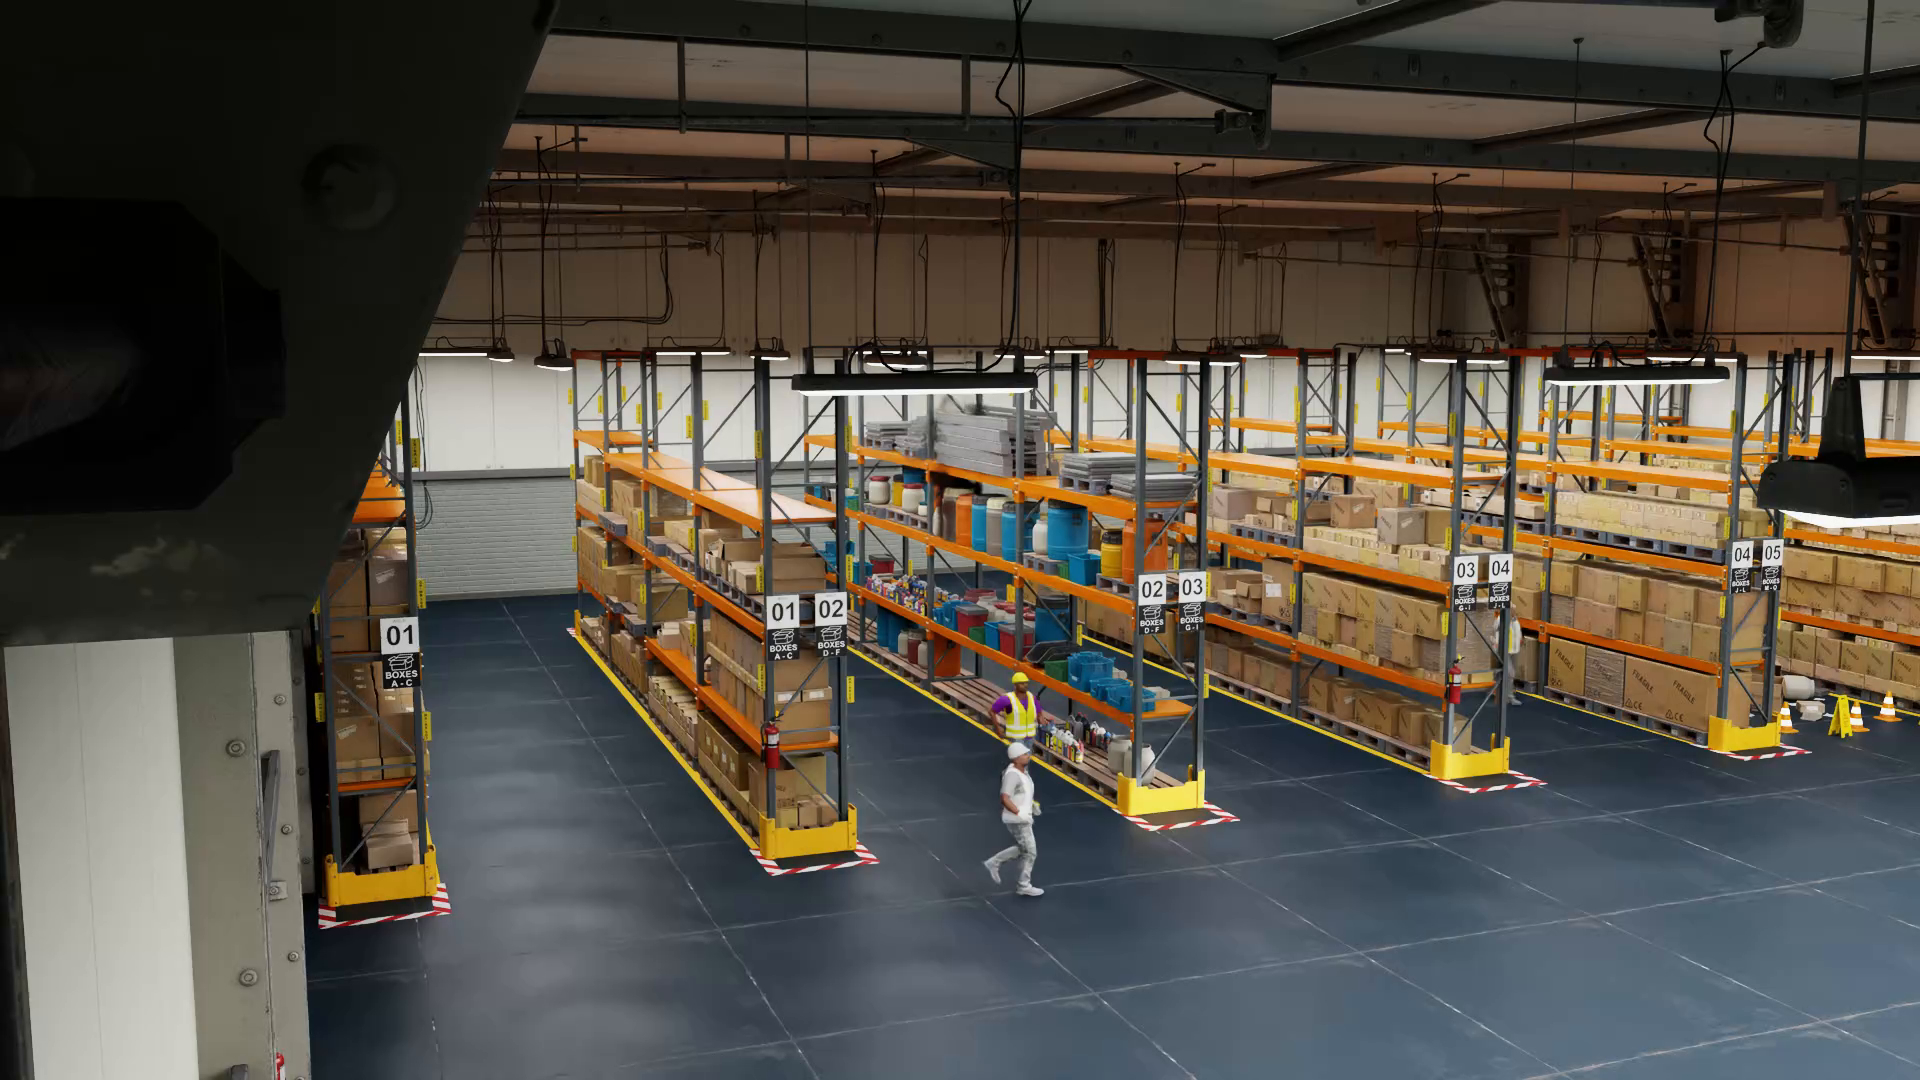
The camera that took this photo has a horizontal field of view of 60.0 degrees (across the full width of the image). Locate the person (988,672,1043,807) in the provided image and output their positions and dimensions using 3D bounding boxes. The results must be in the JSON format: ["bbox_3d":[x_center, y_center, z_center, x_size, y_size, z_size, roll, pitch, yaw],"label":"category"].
[{"bbox_3d":[0.812,2.646,22.414,0.715,1.749,0.988,-5,9,-34],"label":"person"}]

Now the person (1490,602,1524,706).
[{"bbox_3d":[9.382,1.911,28.540,0.676,1.761,0.802,-4,8,-28],"label":"person"}]

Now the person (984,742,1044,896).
[{"bbox_3d":[0.602,3.138,18.732,0.696,1.750,0.705,1,7,8],"label":"person"}]

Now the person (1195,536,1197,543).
[{"bbox_3d":[6.135,0.352,41.602,0.796,1.776,0.778,0,7,-4],"label":"person"}]

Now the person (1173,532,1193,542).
[{"bbox_3d":[5.439,0.366,41.169,0.560,1.727,0.708,-4,8,-32],"label":"person"}]
